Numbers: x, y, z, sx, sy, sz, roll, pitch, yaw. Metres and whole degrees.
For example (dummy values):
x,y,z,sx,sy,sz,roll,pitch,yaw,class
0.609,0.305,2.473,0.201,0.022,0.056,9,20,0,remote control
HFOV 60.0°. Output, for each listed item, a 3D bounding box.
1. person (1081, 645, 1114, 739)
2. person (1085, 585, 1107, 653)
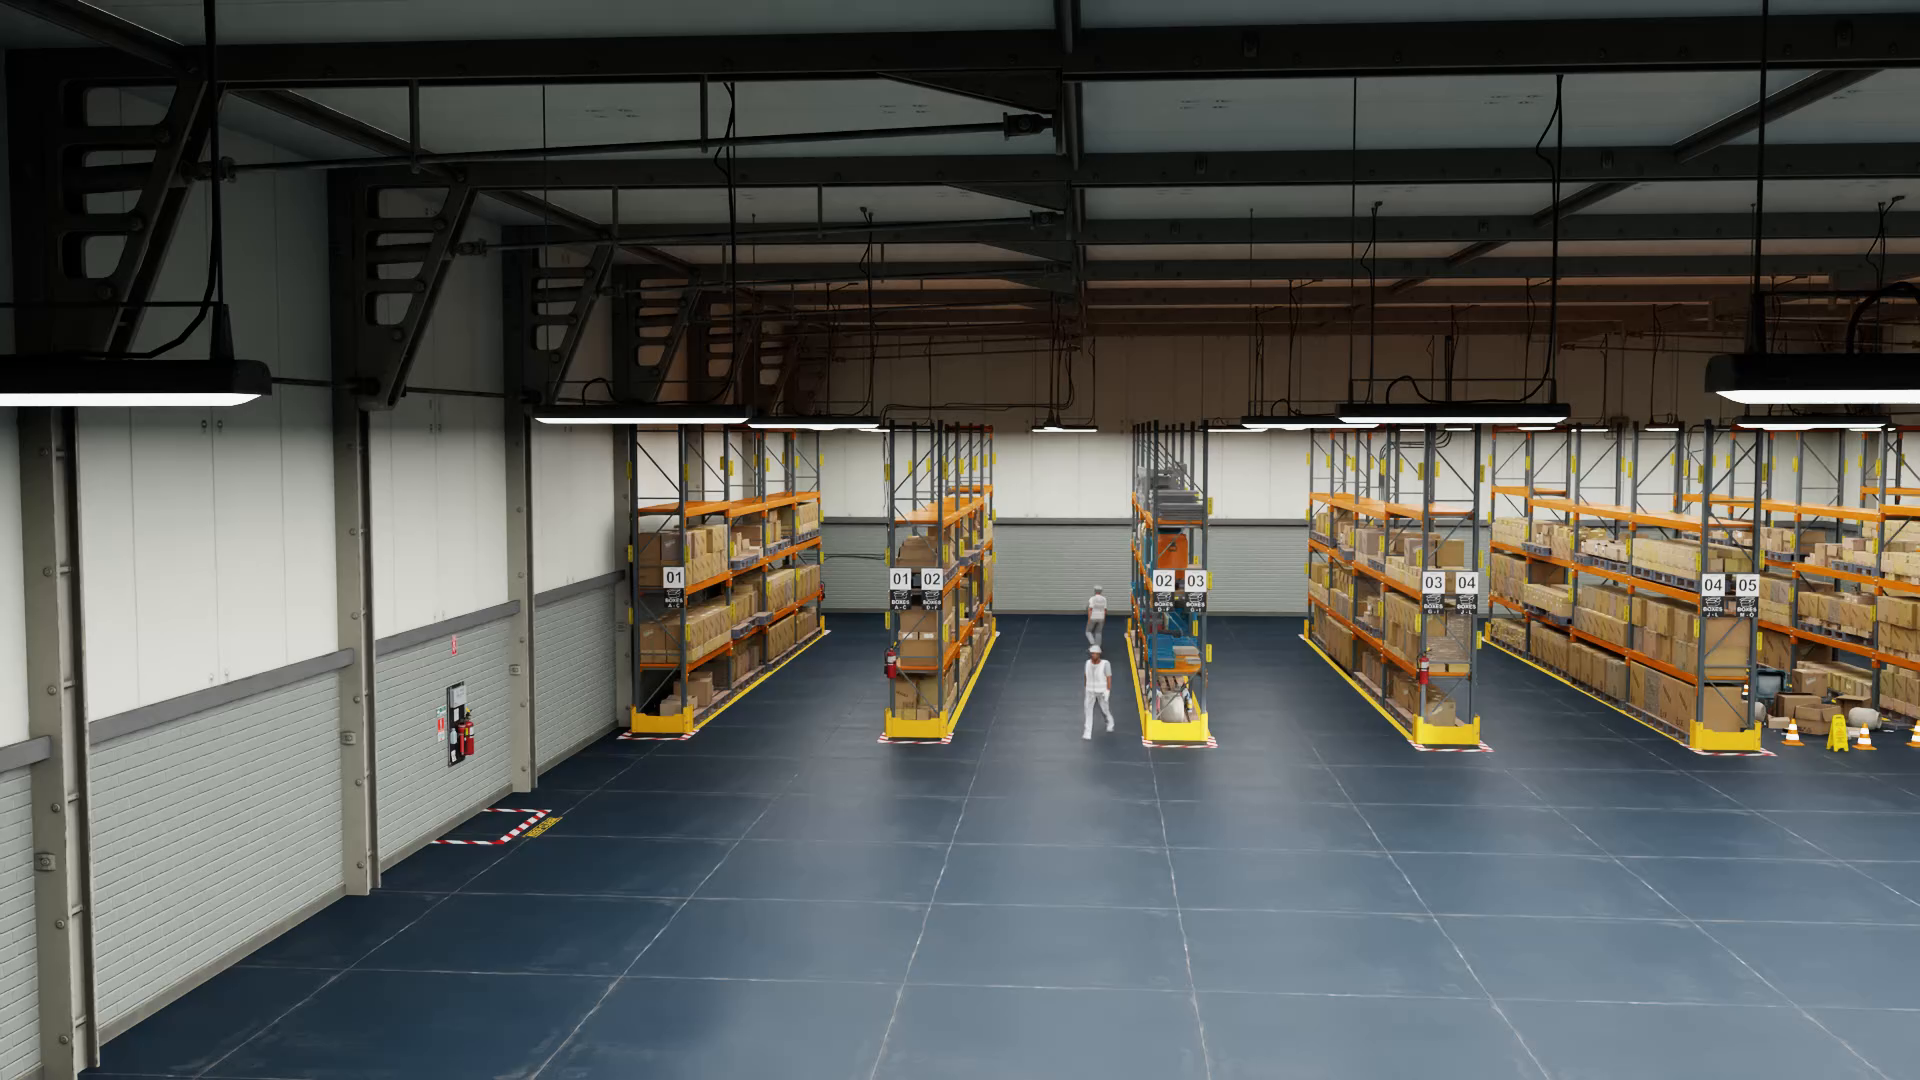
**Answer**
x,y,z,sx,sy,sz,roll,pitch,yaw,class
2.600,2.863,31.444,0.574,1.749,1.023,2,4,27,person
3.575,2.072,43.462,0.576,1.758,0.499,-1,4,-12,person
